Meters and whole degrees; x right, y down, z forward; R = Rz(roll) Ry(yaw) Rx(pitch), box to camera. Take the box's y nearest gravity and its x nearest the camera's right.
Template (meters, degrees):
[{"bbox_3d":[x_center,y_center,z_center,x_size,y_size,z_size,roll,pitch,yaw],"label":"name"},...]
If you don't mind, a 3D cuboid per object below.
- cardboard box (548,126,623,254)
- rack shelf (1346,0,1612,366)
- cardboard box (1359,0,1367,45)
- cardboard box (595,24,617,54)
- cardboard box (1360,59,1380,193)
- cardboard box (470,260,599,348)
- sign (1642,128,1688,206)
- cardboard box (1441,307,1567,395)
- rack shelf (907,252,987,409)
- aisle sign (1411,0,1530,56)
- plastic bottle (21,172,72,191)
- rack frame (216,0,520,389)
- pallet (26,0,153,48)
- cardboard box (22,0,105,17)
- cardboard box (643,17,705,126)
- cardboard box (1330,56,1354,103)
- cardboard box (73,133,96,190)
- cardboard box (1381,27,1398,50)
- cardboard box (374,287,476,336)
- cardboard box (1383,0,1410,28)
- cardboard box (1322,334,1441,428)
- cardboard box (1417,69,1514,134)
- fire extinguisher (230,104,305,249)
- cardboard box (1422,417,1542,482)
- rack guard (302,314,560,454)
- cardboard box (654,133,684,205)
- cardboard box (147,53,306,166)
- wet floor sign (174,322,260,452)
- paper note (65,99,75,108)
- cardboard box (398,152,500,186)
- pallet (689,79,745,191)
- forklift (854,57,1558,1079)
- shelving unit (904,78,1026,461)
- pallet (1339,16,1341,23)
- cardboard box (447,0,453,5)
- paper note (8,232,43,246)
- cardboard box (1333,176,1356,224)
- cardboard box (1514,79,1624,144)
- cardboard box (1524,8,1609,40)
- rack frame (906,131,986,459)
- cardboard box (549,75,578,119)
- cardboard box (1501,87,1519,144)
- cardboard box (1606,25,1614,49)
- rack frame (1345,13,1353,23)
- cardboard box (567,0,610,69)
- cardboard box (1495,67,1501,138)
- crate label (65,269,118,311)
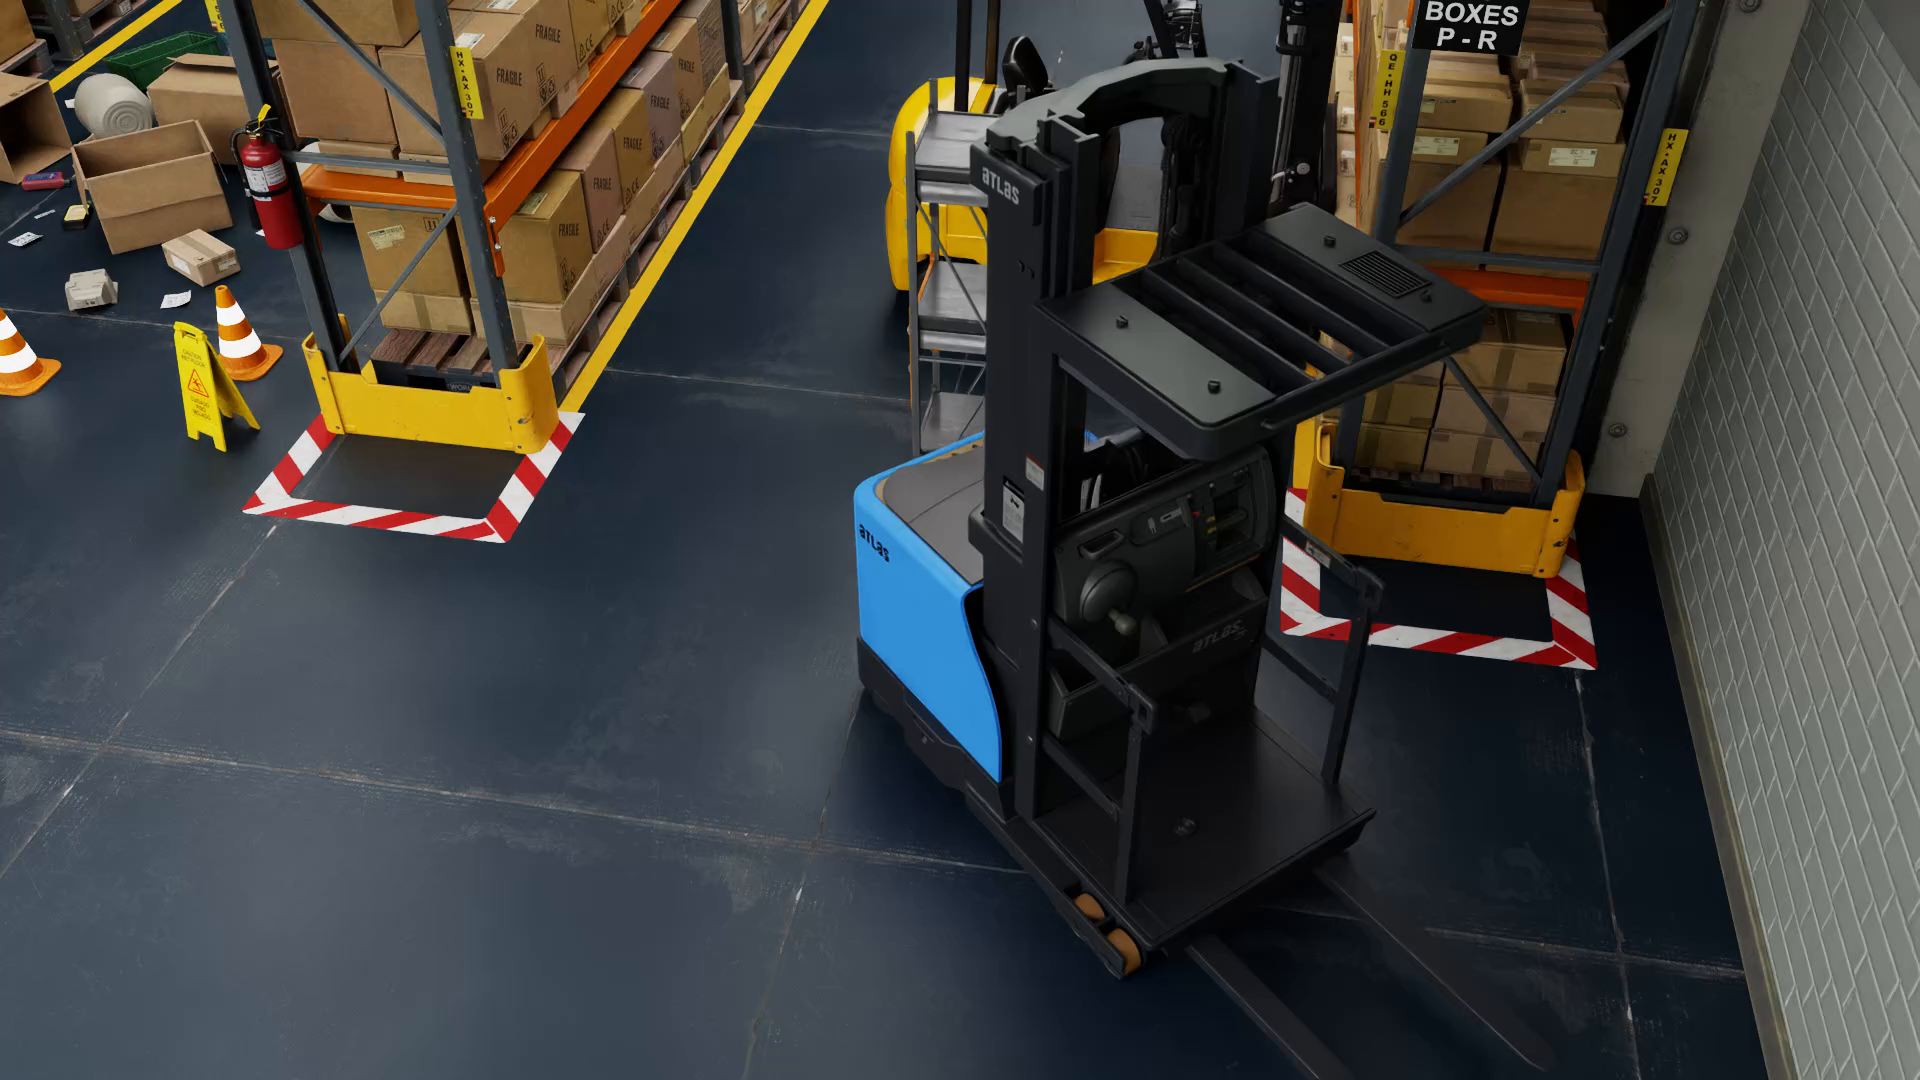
[{"bbox_3d":[-2.174,-1.917,9.051,0.500,0.500,0.500,5,40,6],"label":"cardboard box"},{"bbox_3d":[2.560,-2.140,8.645,1.077,0.370,4.000,6,40,8],"label":"rack shelf"},{"bbox_3d":[2.411,-2.814,8.818,0.500,0.500,0.500,6,40,7],"label":"cardboard box"},{"bbox_3d":[-2.096,-2.773,9.044,0.380,0.149,0.250,5,40,6],"label":"cardboard box"},{"bbox_3d":[2.139,-1.863,7.667,0.500,0.500,0.500,8,40,9],"label":"cardboard box"},{"bbox_3d":[-2.264,-1.285,8.875,0.500,0.250,0.500,6,40,7],"label":"cardboard box"},{"bbox_3d":[2.759,-1.461,6.518,0.100,0.325,0.005,6,40,8],"label":"sign"},{"bbox_3d":[2.483,-0.930,7.661,0.500,0.250,0.500,6,40,7],"label":"cardboard box"},{"bbox_3d":[0.029,-0.903,7.312,0.431,0.518,0.480,6,40,8],"label":"rack shelf"},{"bbox_3d":[1.913,-2.155,6.059,0.394,0.787,0.004,6,40,8],"label":"aisle sign"},{"bbox_3d":[-5.787,-2.280,10.557,0.283,0.061,0.133,-6,40,-8],"label":"plastic bottle"},{"bbox_3d":[-2.676,-1.707,7.557,1.000,3.000,0.127,6,40,8],"label":"rack frame"},{"bbox_3d":[-6.817,-4.117,12.661,1.003,0.211,1.213,6,40,8],"label":"pallet"},{"bbox_3d":[-6.858,-4.394,12.243,1.050,0.750,0.750,6,40,7],"label":"cardboard box"},{"bbox_3d":[-1.908,-2.888,10.225,0.500,0.500,0.500,7,40,8],"label":"cardboard box"},{"bbox_3d":[2.414,-2.571,9.646,0.500,0.250,0.500,6,40,8],"label":"cardboard box"},{"bbox_3d":[-5.360,-2.364,10.498,0.396,0.266,0.258,13,41,15],"label":"cardboard box"},{"bbox_3d":[2.172,-2.346,7.742,0.380,0.149,0.250,5,40,6],"label":"cardboard box"},{"bbox_3d":[-2.797,-1.361,8.967,0.500,0.250,0.500,6,40,7],"label":"cardboard box"},{"bbox_3d":[2.151,-2.462,7.650,0.380,0.149,0.250,7,40,9],"label":"cardboard box"},{"bbox_3d":[1.990,-0.796,7.892,0.500,0.250,0.500,6,40,7],"label":"cardboard box"},{"bbox_3d":[2.068,-1.813,6.865,0.380,0.149,0.250,6,40,8],"label":"cardboard box"},{"bbox_3d":[-3.150,-1.656,7.556,0.296,0.674,0.183,6,40,8],"label":"fire extinguisher"},{"bbox_3d":[2.491,-0.550,7.987,0.500,0.250,0.500,7,40,8],"label":"cardboard box"},{"bbox_3d":[-2.663,-0.791,8.411,1.175,0.500,0.348,6,40,8],"label":"rack guard"},{"bbox_3d":[-1.996,-2.265,10.060,0.500,0.250,0.500,7,40,8],"label":"cardboard box"},{"bbox_3d":[-4.712,-2.766,10.691,0.797,0.637,0.503,6,40,8],"label":"cardboard box"},{"bbox_3d":[-3.763,-0.798,8.306,0.267,0.644,0.232,20,44,23],"label":"wet floor sign"},{"bbox_3d":[-6.101,-3.034,11.492,0.147,0.020,0.142,-20,44,-23],"label":"paper note"},{"bbox_3d":[-2.413,-1.800,7.867,0.380,0.149,0.250,7,40,8],"label":"cardboard box"},{"bbox_3d":[-2.065,-2.717,10.967,1.003,0.211,1.213,6,40,8],"label":"pallet"},{"bbox_3d":[0.821,0.078,5.452,1.130,2.935,3.031,-24,45,-26],"label":"forklift"},{"bbox_3d":[0.029,-0.913,7.303,0.431,2.100,0.503,6,40,8],"label":"shelving unit"},{"bbox_3d":[3.204,-3.832,12.316,1.003,0.211,1.213,6,40,8],"label":"pallet"},{"bbox_3d":[-2.708,-2.907,7.912,0.700,0.500,0.500,7,40,8],"label":"cardboard box"},{"bbox_3d":[-5.632,-1.815,10.019,0.144,0.017,0.142,20,44,23],"label":"paper note"},{"bbox_3d":[2.146,-1.611,8.485,0.500,0.250,0.500,7,40,8],"label":"cardboard box"},{"bbox_3d":[2.482,-1.752,6.791,0.380,0.149,0.250,6,40,7],"label":"cardboard box"},{"bbox_3d":[2.650,-2.233,7.373,0.380,0.149,0.250,7,40,8],"label":"cardboard box"},{"bbox_3d":[-0.014,-0.760,7.118,0.400,2.100,0.015,6,40,8],"label":"rack frame"},{"bbox_3d":[-2.169,-2.272,8.438,0.380,0.149,0.250,7,40,8],"label":"cardboard box"},{"bbox_3d":[2.508,-1.796,7.078,0.380,0.149,0.250,6,40,8],"label":"cardboard box"},{"bbox_3d":[2.777,-2.265,7.644,0.380,0.149,0.250,7,40,8],"label":"cardboard box"},{"bbox_3d":[2.906,-3.672,9.934,1.000,3.000,0.127,6,40,8],"label":"rack frame"},{"bbox_3d":[-2.147,-2.772,8.533,0.500,0.500,0.500,6,40,7],"label":"cardboard box"},{"bbox_3d":[2.641,-1.810,7.603,0.500,0.500,0.500,8,40,9],"label":"cardboard box"},{"bbox_3d":[-4.949,-1.425,9.463,0.250,0.136,0.298,-13,41,-15],"label":"crate label"}]
